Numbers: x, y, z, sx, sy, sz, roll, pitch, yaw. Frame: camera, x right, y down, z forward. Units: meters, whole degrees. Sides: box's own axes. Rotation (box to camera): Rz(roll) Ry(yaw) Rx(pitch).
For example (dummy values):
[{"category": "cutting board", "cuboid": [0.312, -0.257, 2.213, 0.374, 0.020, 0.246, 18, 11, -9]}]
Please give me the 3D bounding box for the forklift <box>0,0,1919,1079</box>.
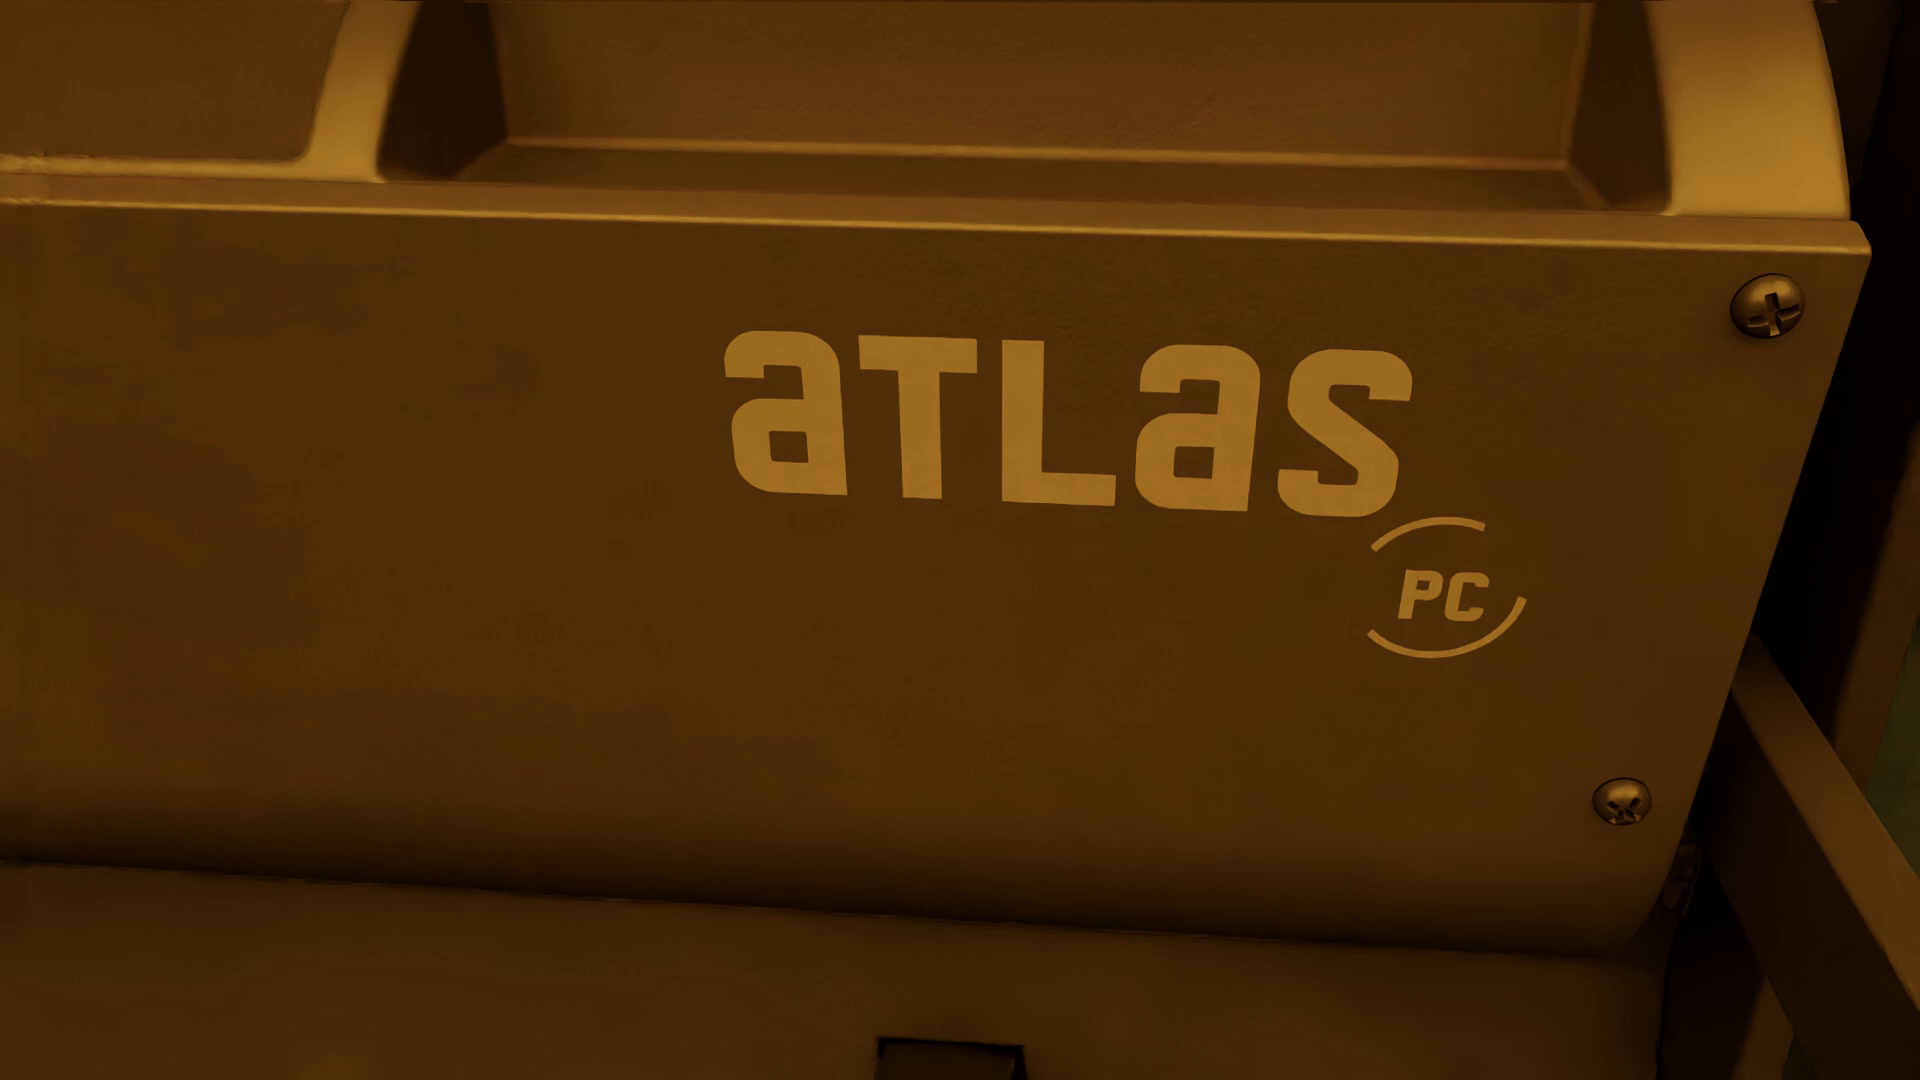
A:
[{"category": "forklift", "cuboid": [-0.208, -0.478, 0.184, 1.130, 2.935, 3.031, 2, 27, 5]}]
